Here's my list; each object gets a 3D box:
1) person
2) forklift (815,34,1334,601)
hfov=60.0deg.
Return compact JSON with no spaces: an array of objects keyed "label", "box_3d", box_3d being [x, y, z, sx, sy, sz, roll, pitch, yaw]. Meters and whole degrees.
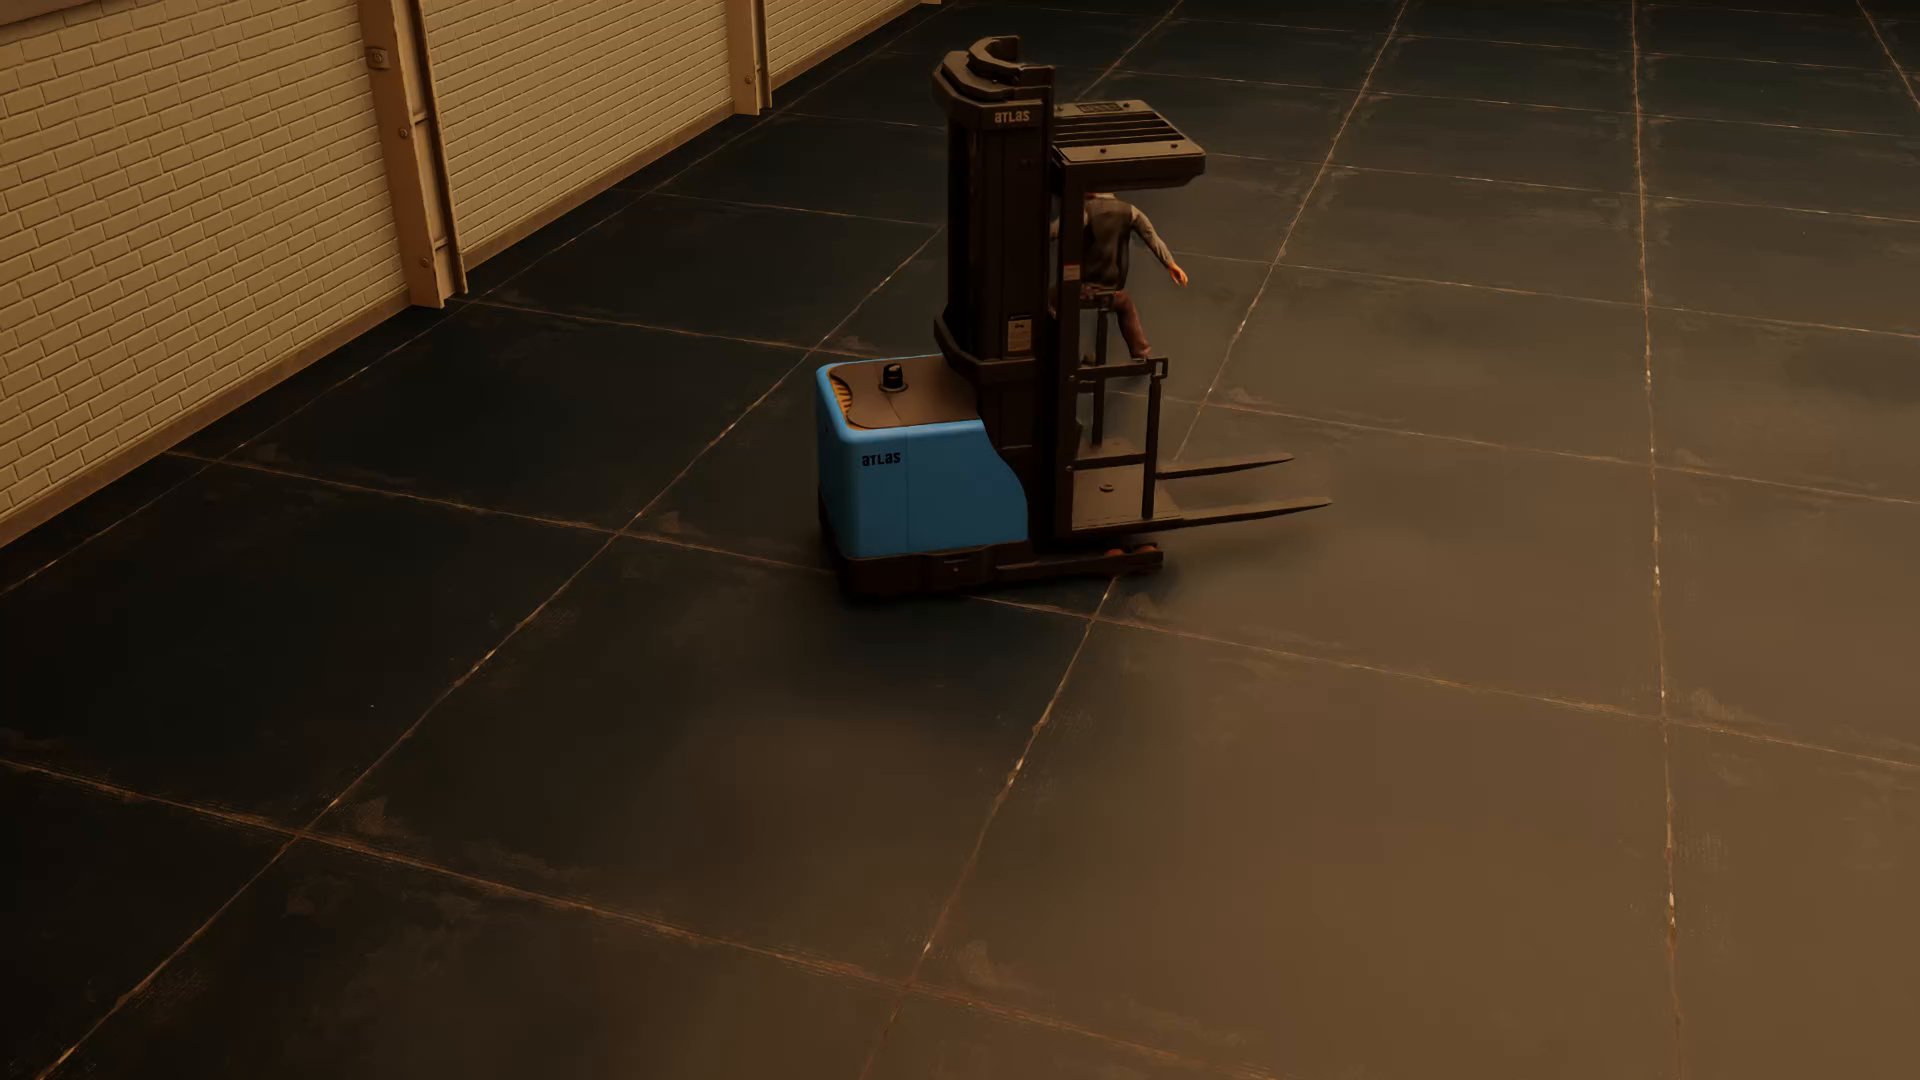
[{"label":"person","box_3d":[1.011,-1.826,11.821,1.117,1.665,0.547,-5,30,-9]},{"label":"forklift","box_3d":[0.712,-1.301,9.418,3.031,2.935,1.130,-6,30,-11]}]
